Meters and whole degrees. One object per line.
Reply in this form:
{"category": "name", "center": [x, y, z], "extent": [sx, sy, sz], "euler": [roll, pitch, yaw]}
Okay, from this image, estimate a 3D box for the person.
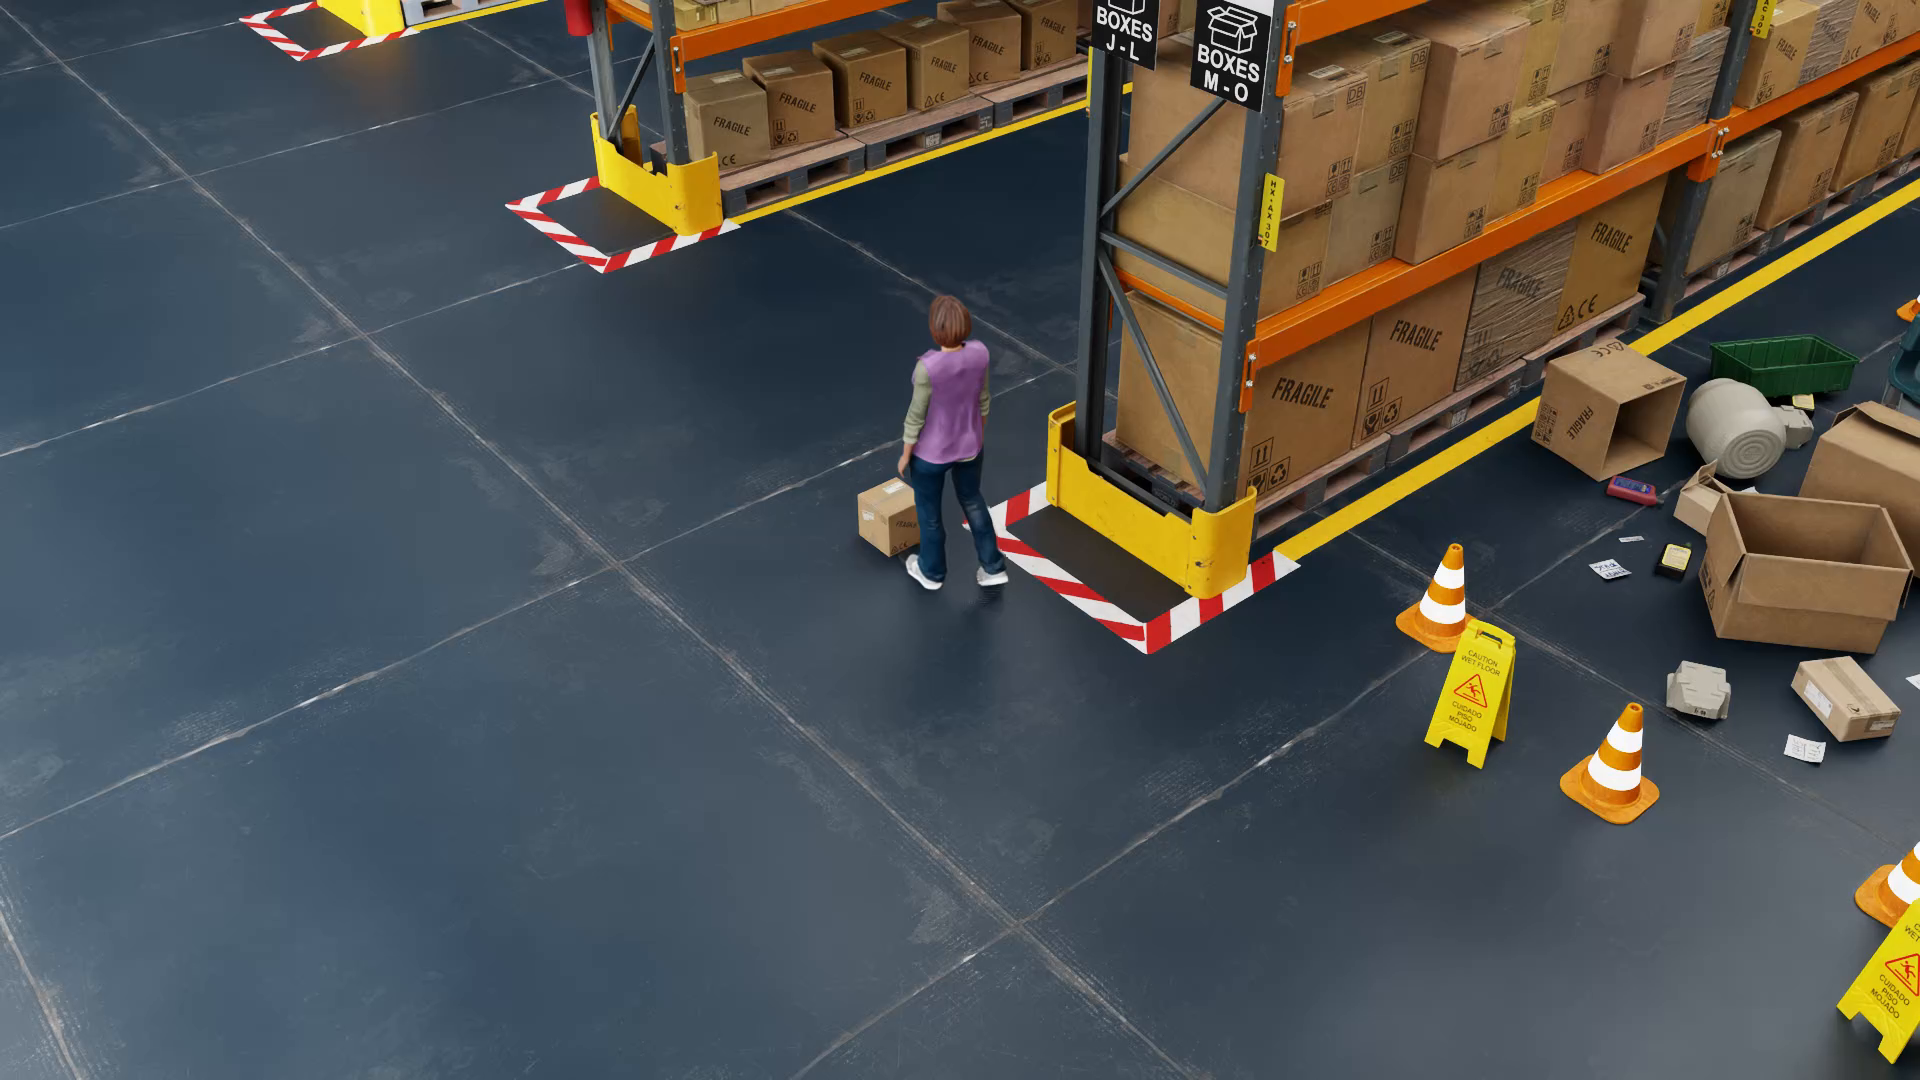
{"category": "person", "center": [-0.060, -0.423, 7.656], "extent": [0.471, 1.614, 0.483], "euler": [-18, 40, -22]}
